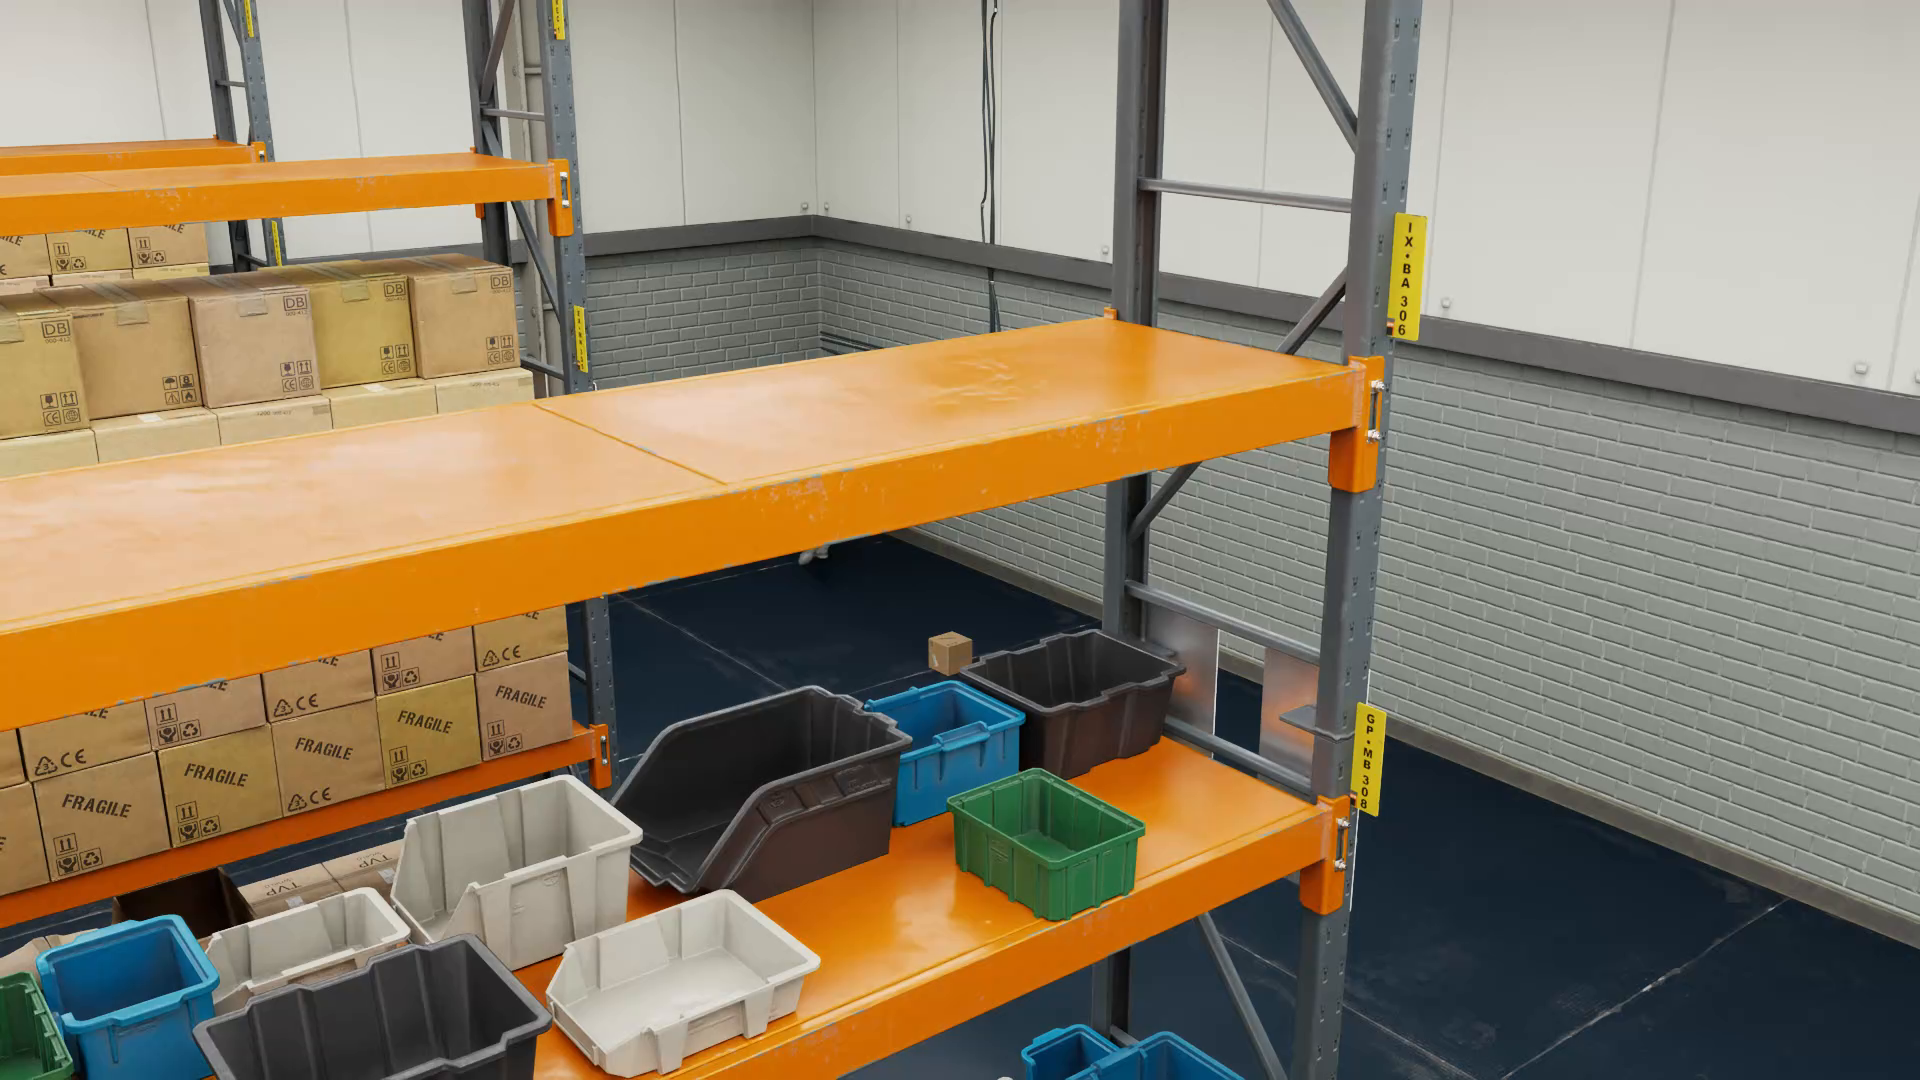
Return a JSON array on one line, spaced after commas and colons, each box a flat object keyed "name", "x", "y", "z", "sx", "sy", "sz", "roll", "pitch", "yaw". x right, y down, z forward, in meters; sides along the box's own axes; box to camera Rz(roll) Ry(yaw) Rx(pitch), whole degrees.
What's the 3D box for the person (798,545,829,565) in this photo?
[{"name": "person", "x": -1.382, "y": -0.647, "z": 15.600, "sx": 0.579, "sy": 1.768, "sz": 0.600, "roll": -9, "pitch": 20, "yaw": -26}]
